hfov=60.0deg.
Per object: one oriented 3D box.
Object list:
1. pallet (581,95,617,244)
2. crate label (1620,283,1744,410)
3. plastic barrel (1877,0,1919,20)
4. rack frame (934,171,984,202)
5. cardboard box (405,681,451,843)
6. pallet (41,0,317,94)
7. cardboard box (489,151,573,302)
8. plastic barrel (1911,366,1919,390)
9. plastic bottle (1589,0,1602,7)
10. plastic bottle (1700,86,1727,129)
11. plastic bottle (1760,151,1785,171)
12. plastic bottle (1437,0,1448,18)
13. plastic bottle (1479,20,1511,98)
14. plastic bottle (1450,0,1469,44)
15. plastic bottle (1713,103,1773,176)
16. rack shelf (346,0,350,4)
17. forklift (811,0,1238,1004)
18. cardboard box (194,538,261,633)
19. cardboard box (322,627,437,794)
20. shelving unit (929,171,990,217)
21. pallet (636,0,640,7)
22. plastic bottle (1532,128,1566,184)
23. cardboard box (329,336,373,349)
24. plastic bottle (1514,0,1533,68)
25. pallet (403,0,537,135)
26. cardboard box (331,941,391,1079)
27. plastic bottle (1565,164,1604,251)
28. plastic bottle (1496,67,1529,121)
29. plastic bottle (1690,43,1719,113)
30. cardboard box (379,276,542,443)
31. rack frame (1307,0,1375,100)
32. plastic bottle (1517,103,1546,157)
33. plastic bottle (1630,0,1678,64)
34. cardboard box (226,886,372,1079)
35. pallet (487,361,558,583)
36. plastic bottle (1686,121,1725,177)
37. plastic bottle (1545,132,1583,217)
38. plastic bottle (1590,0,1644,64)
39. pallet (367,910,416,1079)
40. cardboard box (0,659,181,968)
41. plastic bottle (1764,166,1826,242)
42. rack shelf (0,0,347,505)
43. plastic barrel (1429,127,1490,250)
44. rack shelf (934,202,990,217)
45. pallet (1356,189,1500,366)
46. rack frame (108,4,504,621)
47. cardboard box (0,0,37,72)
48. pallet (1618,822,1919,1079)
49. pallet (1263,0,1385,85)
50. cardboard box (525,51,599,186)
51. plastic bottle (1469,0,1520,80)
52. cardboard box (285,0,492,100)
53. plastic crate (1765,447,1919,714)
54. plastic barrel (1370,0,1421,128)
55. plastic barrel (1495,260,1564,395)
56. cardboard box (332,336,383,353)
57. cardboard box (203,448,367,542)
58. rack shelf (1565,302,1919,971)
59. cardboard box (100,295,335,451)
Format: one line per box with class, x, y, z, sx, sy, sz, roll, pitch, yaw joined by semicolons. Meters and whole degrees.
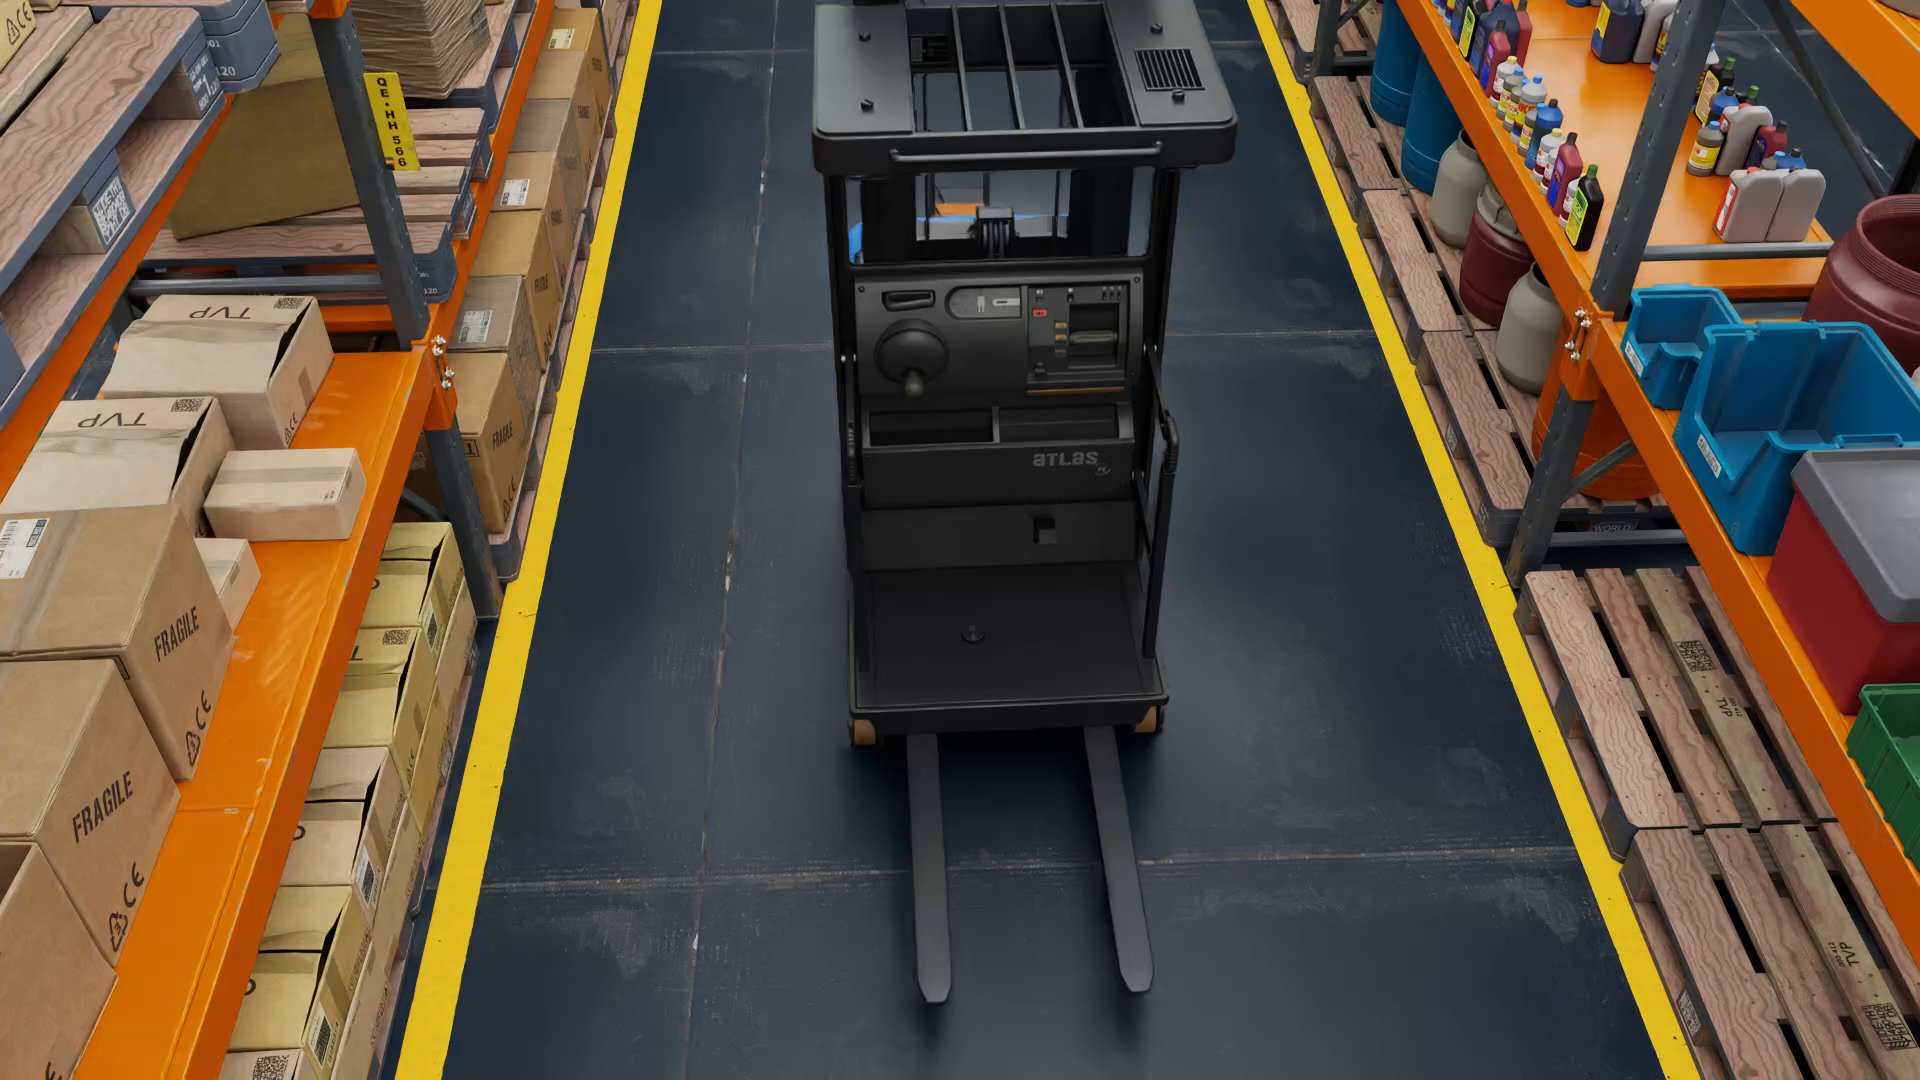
pallet;-2.378;-1.948;8.719;1.003;0.211;1.213;-2;43;-2
crate label;2.312;-0.607;5.316;0.303;0.233;0.416;-2;43;-2
plastic barrel;2.487;-1.693;3.787;0.600;0.901;0.600;0;43;0
rack frame;-0.005;-1.117;7.082;0.240;1.200;0.006;0;39;0
cardboard box;-1.989;0.731;5.457;0.500;0.250;0.500;-2;43;-2
pallet;-2.162;-1.404;3.982;1.213;0.211;1.003;0;43;0
cardboard box;-2.085;-1.424;7.608;0.500;0.500;0.500;-3;43;-3
plastic barrel;2.926;-0.316;4.792;0.421;0.512;0.421;0;43;0
plastic bottle;2.891;-2.527;7.379;0.152;0.276;0.135;-2;43;-2
plastic bottle;2.971;-1.673;6.502;0.097;0.201;0.097;0;43;0
plastic bottle;2.992;-1.336;6.135;0.097;0.201;0.097;0;43;0
plastic bottle;2.165;-2.432;7.279;0.097;0.271;0.097;0;43;0
plastic bottle;2.177;-1.953;6.747;0.061;0.283;0.133;-2;43;-2
plastic bottle;2.198;-2.301;7.077;0.144;0.351;0.185;-2;43;-2
plastic bottle;2.954;-1.532;6.293;0.152;0.276;0.135;-2;43;-2
rack shelf;-2.365;-3.015;6.131;1.077;0.370;4.000;-2;43;-2
forklift;0.143;-0.580;5.214;1.130;2.935;3.031;-2;43;-3
cardboard box;-2.170;0.128;4.576;0.380;0.149;0.250;1;43;1
cardboard box;-1.983;0.525;5.266;0.500;0.311;0.500;-2;43;-2
shelving unit;-0.004;-1.060;7.011;0.258;1.200;0.189;0;39;0
pallet;-2.533;-3.785;10.724;1.003;0.211;1.213;-2;43;-2
plastic bottle;2.225;-1.451;6.260;0.097;0.201;0.097;0;43;0
cardboard box;-2.561;-1.004;6.594;0.500;0.250;0.500;0;43;0
plastic bottle;2.313;-2.082;6.888;0.061;0.283;0.133;-2;43;-2
pallet;-2.367;-2.066;6.926;1.003;0.211;1.213;-2;43;-2
cardboard box;-1.946;1.418;4.707;0.500;0.250;0.500;-1;43;-1
plastic bottle;2.225;-1.181;5.905;0.061;0.283;0.133;-2;43;-2
plastic bottle;2.204;-1.780;6.619;0.097;0.201;0.097;0;43;0
plastic bottle;2.961;-1.855;6.649;0.097;0.271;0.097;0;43;0
cardboard box;-2.042;-0.733;6.854;0.500;0.500;0.500;-3;43;-3
rack frame;2.499;-3.664;8.527;1.000;3.000;0.127;-2;43;-2
plastic bottle;2.217;-1.582;6.404;0.097;0.201;0.097;0;43;0
plastic bottle;2.914;-2.155;6.973;0.152;0.276;0.135;-2;43;-2
cardboard box;-1.946;1.205;4.525;0.500;0.311;0.500;-1;43;-1
pallet;-2.274;-0.301;6.922;1.003;0.211;1.213;-2;43;-2
plastic bottle;2.830;-1.488;6.300;0.097;0.201;0.097;0;43;0
plastic bottle;2.216;-1.337;6.075;0.061;0.283;0.133;-2;43;-2
plastic bottle;2.765;-2.196;6.962;0.144;0.351;0.185;-2;43;-2
pallet;-2.235;1.583;4.867;1.003;0.211;1.213;-2;43;-2
cardboard box;-2.170;0.627;3.772;0.500;0.500;0.500;-2;43;-2
plastic bottle;2.973;-1.219;5.952;0.152;0.276;0.135;-2;43;-2
rack shelf;-2.195;-0.314;3.185;1.077;0.370;4.000;-2;43;-2
plastic barrel;2.470;-1.672;7.885;0.421;0.512;0.421;0;43;0
rack shelf;-0.005;-1.306;6.813;0.258;0.103;0.180;0;39;0
pallet;2.545;-1.288;7.999;1.003;0.211;1.213;-2;43;-2
rack frame;-2.280;-0.824;5.429;1.000;3.000;0.127;-2;43;-2
cardboard box;-2.151;-0.985;3.185;0.500;0.250;0.500;-2;43;-3
pallet;2.712;1.410;5.055;1.003;0.211;1.213;-2;43;-2
pallet;2.429;-3.131;10.010;1.003;0.211;1.213;-2;43;-2
cardboard box;-2.130;-2.106;8.352;0.500;0.500;0.500;-2;43;-2
plastic bottle;2.212;-2.086;6.843;0.144;0.351;0.185;-2;43;-2
cardboard box;-2.268;-2.060;6.393;0.700;0.500;0.500;6;43;6
plastic crate;2.432;0.113;4.360;0.402;0.464;0.583;-2;43;-2
plastic barrel;2.505;-2.677;8.693;0.600;0.901;0.708;-2;43;-2
plastic barrel;2.518;-0.910;7.053;0.421;0.512;0.421;0;43;0
cardboard box;-2.554;-0.689;6.806;0.500;0.500;0.500;0;43;0
cardboard box;-1.966;-0.132;4.860;0.380;0.149;0.250;-2;43;-2
rack shelf;2.754;0.652;4.351;1.077;0.370;4.000;-2;43;-2
cardboard box;-2.308;-0.544;5.190;0.500;0.311;0.500;1;43;1
